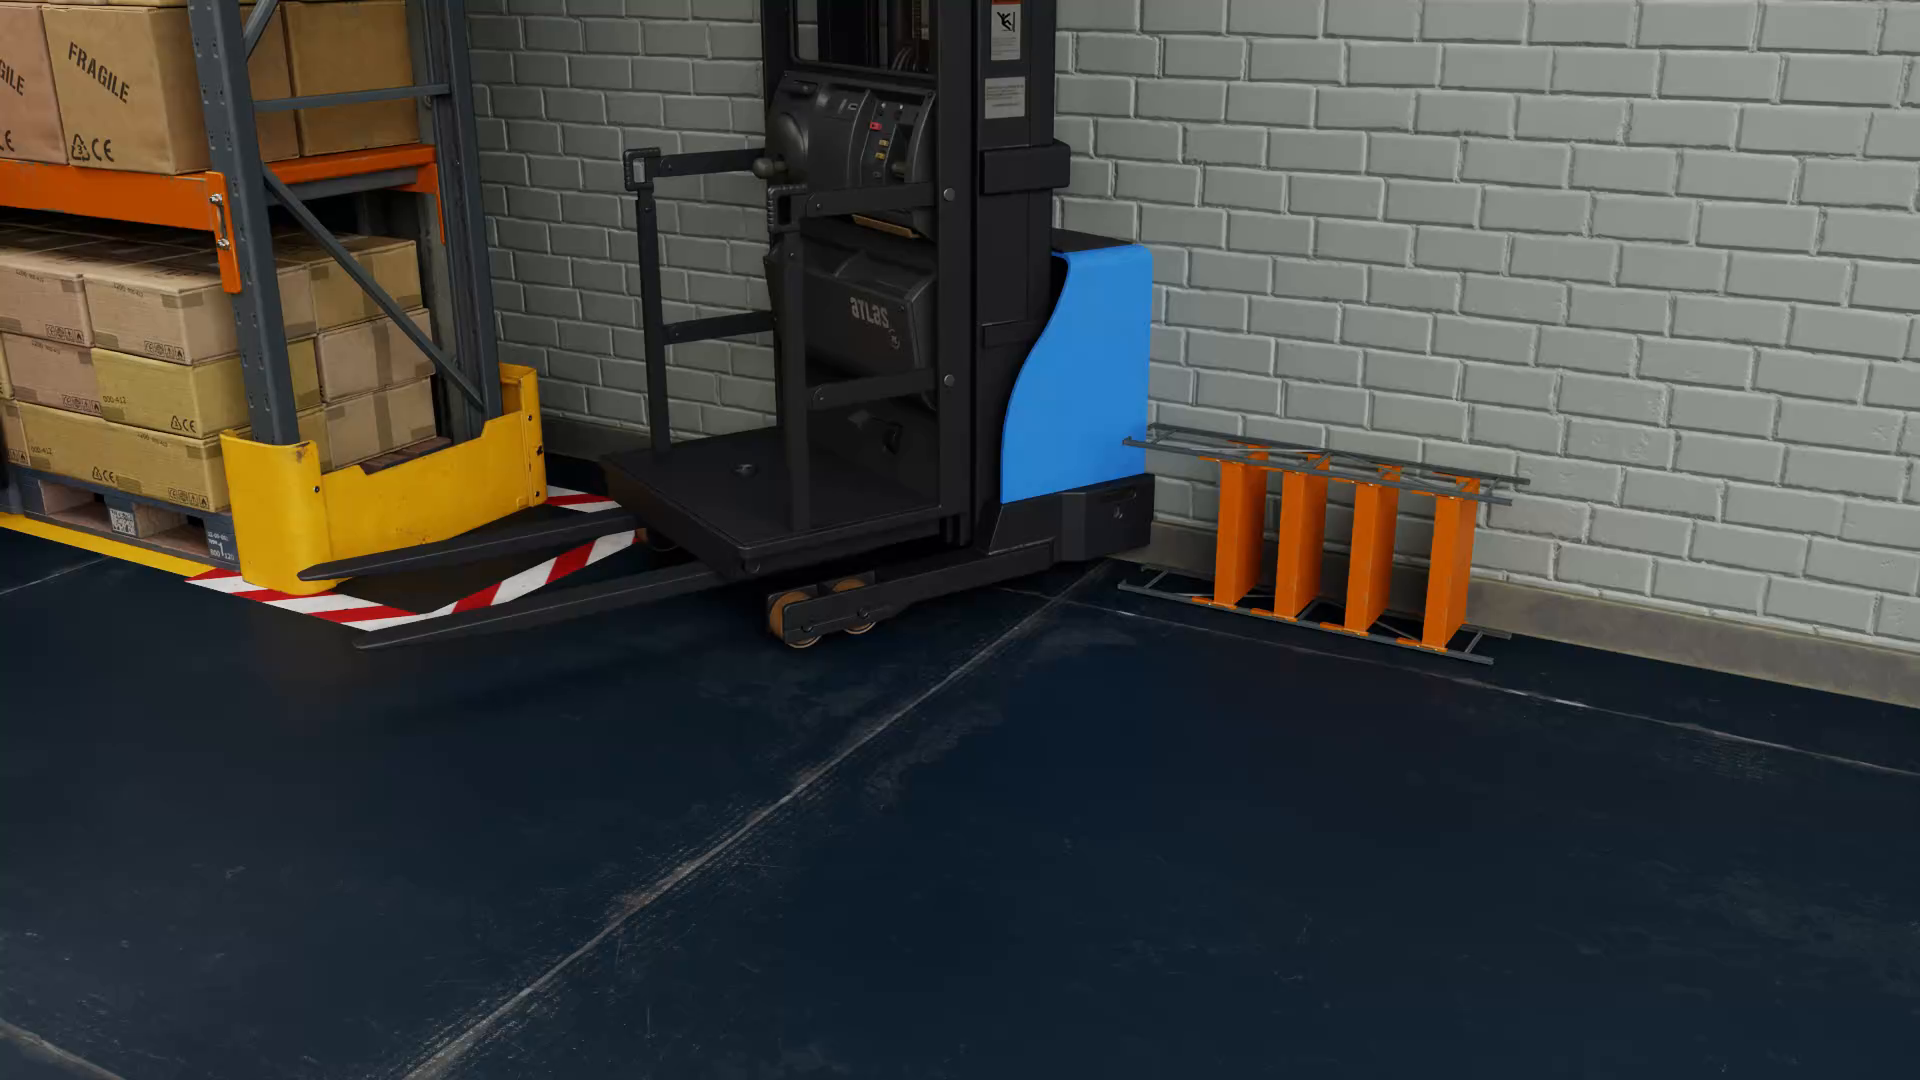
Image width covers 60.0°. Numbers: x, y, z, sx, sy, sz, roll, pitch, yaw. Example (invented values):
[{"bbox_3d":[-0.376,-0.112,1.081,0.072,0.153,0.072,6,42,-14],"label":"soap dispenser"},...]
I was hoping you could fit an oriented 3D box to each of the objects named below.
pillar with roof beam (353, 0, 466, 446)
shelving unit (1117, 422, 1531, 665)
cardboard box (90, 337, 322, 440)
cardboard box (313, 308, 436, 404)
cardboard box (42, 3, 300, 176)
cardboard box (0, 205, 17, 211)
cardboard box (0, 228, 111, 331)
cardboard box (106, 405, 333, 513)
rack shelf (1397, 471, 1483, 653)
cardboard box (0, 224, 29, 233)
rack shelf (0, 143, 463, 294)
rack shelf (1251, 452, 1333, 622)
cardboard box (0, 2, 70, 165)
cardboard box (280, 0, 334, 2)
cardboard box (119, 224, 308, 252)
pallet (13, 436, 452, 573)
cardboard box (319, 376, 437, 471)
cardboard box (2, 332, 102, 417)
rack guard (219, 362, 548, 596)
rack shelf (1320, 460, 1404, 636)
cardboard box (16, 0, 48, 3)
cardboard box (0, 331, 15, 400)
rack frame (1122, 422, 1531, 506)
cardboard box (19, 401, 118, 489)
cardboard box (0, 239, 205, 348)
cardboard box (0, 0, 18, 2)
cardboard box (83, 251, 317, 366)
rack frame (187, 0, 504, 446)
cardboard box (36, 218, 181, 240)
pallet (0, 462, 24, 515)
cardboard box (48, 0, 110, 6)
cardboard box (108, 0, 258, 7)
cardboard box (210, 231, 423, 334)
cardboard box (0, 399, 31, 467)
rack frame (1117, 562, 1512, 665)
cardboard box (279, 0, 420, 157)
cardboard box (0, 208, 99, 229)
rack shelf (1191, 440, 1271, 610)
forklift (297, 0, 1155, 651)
[{"bbox_3d":[-4.259,-3.352,1.909,0.400,9.000,9.100,11,23,27],"label":"pillar with roof beam"},{"bbox_3d":[1.090,-0.010,5.135,1.200,0.503,0.258,11,23,28],"label":"shelving unit"},{"bbox_3d":[-2.569,-0.557,5.685,0.500,0.250,0.500,10,22,27],"label":"cardboard box"},{"bbox_3d":[-2.300,-0.709,6.104,0.500,0.250,0.500,11,23,28],"label":"cardboard box"},{"bbox_3d":[-2.549,-1.480,5.399,0.500,0.500,0.500,10,22,26],"label":"cardboard box"},{"bbox_3d":[-4.075,-1.277,6.937,0.500,0.250,0.500,11,23,28],"label":"cardboard box"},{"bbox_3d":[-3.439,-0.952,6.040,0.500,0.250,0.500,11,23,28],"label":"cardboard box"},{"bbox_3d":[-2.555,-0.318,5.760,0.500,0.250,0.500,11,23,28],"label":"cardboard box"},{"bbox_3d":[1.429,0.058,4.949,0.148,0.480,0.258,11,23,28],"label":"rack shelf"},{"bbox_3d":[-3.878,-1.038,6.279,0.500,0.250,0.500,10,22,26],"label":"cardboard box"},{"bbox_3d":[-3.737,-1.424,6.446,4.000,0.370,1.077,11,23,27],"label":"rack shelf"},{"bbox_3d":[1.032,-0.021,5.167,0.148,0.480,0.258,11,23,28],"label":"rack shelf"},{"bbox_3d":[-2.997,-1.569,5.645,0.500,0.500,0.500,12,23,29],"label":"cardboard box"},{"bbox_3d":[-2.161,-1.915,5.647,0.250,0.149,0.380,10,22,26],"label":"cardboard box"},{"bbox_3d":[-2.756,-1.022,6.235,0.500,0.250,0.500,11,23,27],"label":"cardboard box"},{"bbox_3d":[-2.679,-0.233,6.198,1.213,0.211,1.003,11,23,27],"label":"pallet"},{"bbox_3d":[-2.325,-0.474,6.189,0.500,0.250,0.500,11,23,28],"label":"cardboard box"},{"bbox_3d":[-3.001,-0.643,5.923,0.500,0.250,0.500,11,22,27],"label":"cardboard box"},{"bbox_3d":[-1.970,-0.250,5.821,0.348,0.500,1.175,11,23,27],"label":"rack guard"},{"bbox_3d":[1.225,0.017,5.061,0.148,0.480,0.258,11,23,28],"label":"rack shelf"},{"bbox_3d":[-2.865,-1.850,5.469,0.250,0.149,0.380,11,23,28],"label":"cardboard box"},{"bbox_3d":[-3.462,-0.723,6.143,0.500,0.250,0.500,10,22,26],"label":"cardboard box"},{"bbox_3d":[1.090,-0.239,5.052,1.200,0.015,0.240,11,23,28],"label":"rack frame"},{"bbox_3d":[-2.985,-0.404,5.995,0.500,0.250,0.500,11,23,27],"label":"cardboard box"},{"bbox_3d":[-2.994,-0.871,5.817,0.500,0.250,0.500,11,23,28],"label":"cardboard box"},{"bbox_3d":[-3.076,-1.895,5.592,0.250,0.149,0.380,11,22,27],"label":"cardboard box"},{"bbox_3d":[-2.545,-0.788,5.588,0.500,0.250,0.500,12,23,29],"label":"cardboard box"},{"bbox_3d":[-1.991,-1.429,5.406,0.127,3.000,1.000,11,23,27],"label":"rack frame"},{"bbox_3d":[-3.188,-1.109,6.473,0.500,0.250,0.500,11,22,27],"label":"cardboard box"},{"bbox_3d":[-3.740,-0.436,6.758,1.213,0.211,1.003,11,23,27],"label":"pallet"},{"bbox_3d":[-2.668,-1.789,5.300,0.250,0.149,0.380,11,23,28],"label":"cardboard box"},{"bbox_3d":[-2.431,-1.755,5.207,0.250,0.149,0.380,11,23,28],"label":"cardboard box"},{"bbox_3d":[-2.318,-0.940,6.009,0.500,0.250,0.500,10,22,26],"label":"cardboard box"},{"bbox_3d":[-3.417,-0.489,6.232,0.500,0.250,0.500,11,23,28],"label":"cardboard box"},{"bbox_3d":[1.090,0.220,5.218,1.200,0.015,0.240,11,23,28],"label":"rack frame"},{"bbox_3d":[-2.288,-1.641,5.844,0.500,0.500,0.500,12,23,29],"label":"cardboard box"},{"bbox_3d":[-3.632,-1.196,6.713,0.500,0.250,0.500,10,22,26],"label":"cardboard box"},{"bbox_3d":[0.860,-0.055,5.261,0.148,0.480,0.258,11,23,28],"label":"rack shelf"},{"bbox_3d":[-0.525,-1.259,5.038,3.031,2.935,1.130,-13,24,-31],"label":"forklift"}]
